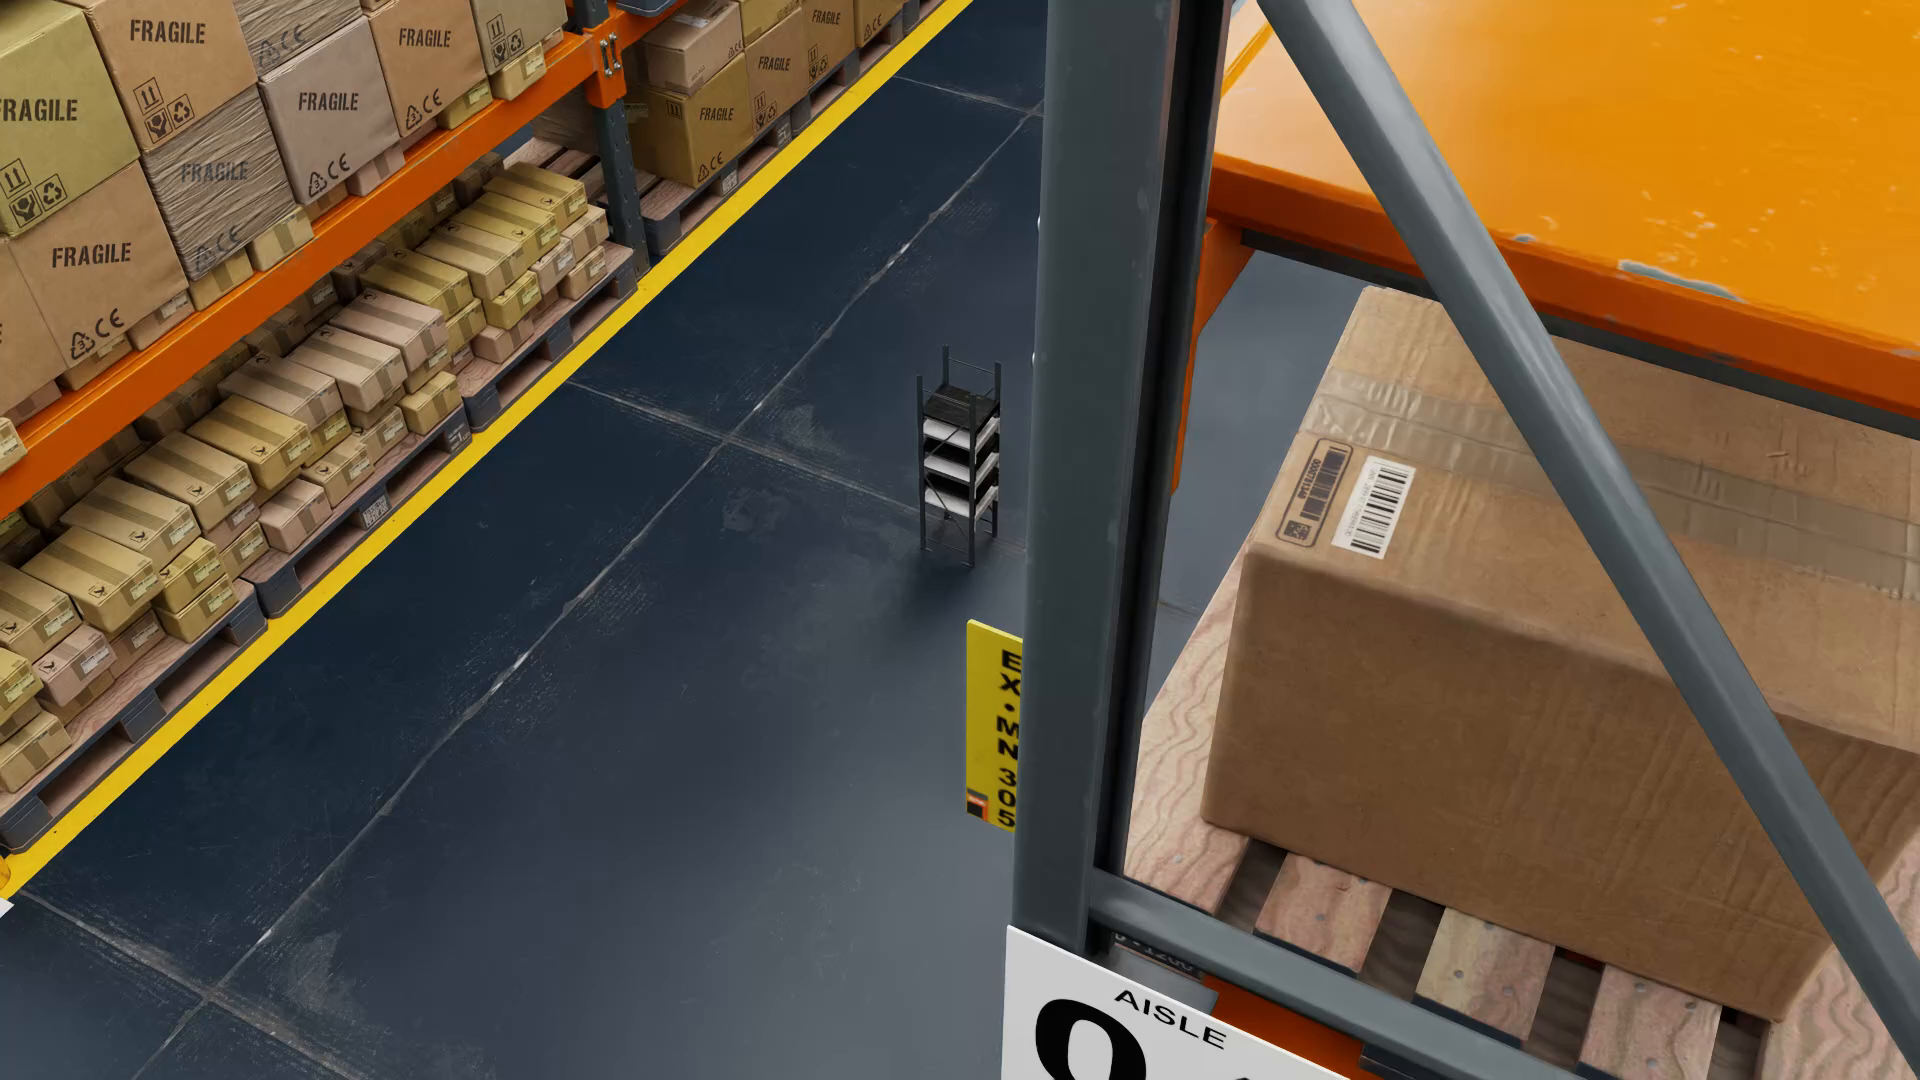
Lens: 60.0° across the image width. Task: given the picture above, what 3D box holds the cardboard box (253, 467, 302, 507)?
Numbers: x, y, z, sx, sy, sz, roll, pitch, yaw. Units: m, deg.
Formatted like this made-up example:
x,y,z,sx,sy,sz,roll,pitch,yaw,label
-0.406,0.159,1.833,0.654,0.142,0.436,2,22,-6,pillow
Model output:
x,y,z,sx,sy,sz,roll,pitch,yaw,label
-2.794,-0.307,6.444,0.380,0.149,0.250,23,50,21,cardboard box

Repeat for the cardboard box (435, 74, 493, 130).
x,y,z,sx,sy,sz,roll,pitch,yaw,label
-2.088,-1.793,6.589,0.380,0.149,0.250,22,49,21,cardboard box

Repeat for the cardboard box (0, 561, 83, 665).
x,y,z,sx,sy,sz,roll,pitch,yaw,label
-3.254,0.249,5.686,0.380,0.149,0.250,21,49,20,cardboard box

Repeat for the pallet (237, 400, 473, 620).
x,y,z,sx,sy,sz,roll,pitch,yaw,label
-2.809,-0.299,6.897,1.003,0.211,1.213,20,49,19,pallet

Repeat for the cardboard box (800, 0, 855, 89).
x,y,z,sx,sy,sz,roll,pitch,yaw,label
-0.910,-2.800,8.871,0.500,0.500,0.500,21,49,20,cardboard box

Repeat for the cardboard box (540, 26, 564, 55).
x,y,z,sx,sy,sz,roll,pitch,yaw,label
-1.888,-2.140,6.932,0.380,0.149,0.250,20,49,19,cardboard box

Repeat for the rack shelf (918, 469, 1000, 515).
x,y,z,sx,sy,sz,roll,pitch,yaw,label
-0.004,-0.225,6.513,0.258,0.077,0.200,20,49,19,rack shelf

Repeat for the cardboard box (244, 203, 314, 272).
x,y,z,sx,sy,sz,roll,pitch,yaw,label
-2.550,-1.131,5.935,0.380,0.149,0.250,21,49,20,cardboard box

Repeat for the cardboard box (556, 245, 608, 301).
x,y,z,sx,sy,sz,roll,pitch,yaw,label
-1.843,-1.271,7.606,0.380,0.149,0.250,21,49,20,cardboard box

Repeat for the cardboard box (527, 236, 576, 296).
x,y,z,sx,sy,sz,roll,pitch,yaw,label
-1.942,-1.257,7.384,0.380,0.149,0.250,18,48,17,cardboard box

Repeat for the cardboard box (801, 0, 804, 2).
x,y,z,sx,sy,sz,roll,pitch,yaw,label
-0.900,-3.052,8.592,0.500,0.250,0.500,22,49,20,cardboard box

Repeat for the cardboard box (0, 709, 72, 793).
x,y,z,sx,sy,sz,roll,pitch,yaw,label
-3.293,0.665,5.693,0.380,0.149,0.250,21,49,20,cardboard box

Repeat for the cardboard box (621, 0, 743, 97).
x,y,z,sx,sy,sz,roll,pitch,yaw,label
-1.386,-2.396,7.944,0.500,0.250,0.500,18,48,17,cardboard box

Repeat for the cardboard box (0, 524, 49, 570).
x,y,z,sx,sy,sz,roll,pitch,yaw,label
-3.588,0.030,6.111,0.380,0.149,0.250,19,48,17,cardboard box

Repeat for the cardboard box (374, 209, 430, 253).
x,y,z,sx,sy,sz,roll,pitch,yaw,label
-2.561,-1.362,7.278,0.380,0.149,0.250,20,49,19,cardboard box

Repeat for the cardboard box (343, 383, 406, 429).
x,y,z,sx,sy,sz,roll,pitch,yaw,label
-2.498,-0.628,6.762,0.380,0.149,0.250,18,48,17,cardboard box

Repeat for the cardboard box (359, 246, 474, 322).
x,y,z,sx,sy,sz,roll,pitch,yaw,label
-2.280,-1.059,6.978,0.380,0.149,0.250,22,49,20,cardboard box

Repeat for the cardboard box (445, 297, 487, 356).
x,y,z,sx,sy,sz,roll,pitch,yaw,label
-2.254,-0.957,7.087,0.380,0.149,0.250,21,49,19,cardboard box

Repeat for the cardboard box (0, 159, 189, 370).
x,y,z,sx,sy,sz,roll,pitch,yaw,label
-2.902,-0.947,5.297,0.500,0.500,0.500,21,49,20,cardboard box

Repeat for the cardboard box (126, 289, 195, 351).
x,y,z,sx,sy,sz,roll,pitch,yaw,label
-2.839,-0.816,5.624,0.380,0.149,0.250,20,49,18,cardboard box

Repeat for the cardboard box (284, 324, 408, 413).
x,y,z,sx,sy,sz,roll,pitch,yaw,label
-2.438,-0.684,6.608,0.380,0.149,0.250,19,48,18,cardboard box

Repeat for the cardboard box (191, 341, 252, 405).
x,y,z,sx,sy,sz,roll,pitch,yaw,label
-3.055,-0.715,6.639,0.380,0.149,0.250,21,49,19,cardboard box

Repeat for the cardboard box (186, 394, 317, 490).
x,y,z,sx,sy,sz,roll,pitch,yaw,label
-2.682,-0.373,6.301,0.380,0.149,0.250,21,49,20,cardboard box

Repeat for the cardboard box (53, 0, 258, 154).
x,y,z,sx,sy,sz,roll,pitch,yaw,label
-2.653,-1.614,5.254,0.500,0.500,0.500,19,48,18,cardboard box

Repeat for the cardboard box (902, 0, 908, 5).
x,y,z,sx,sy,sz,roll,pitch,yaw,label
-0.425,-3.447,9.510,0.500,0.500,0.500,22,49,21,cardboard box

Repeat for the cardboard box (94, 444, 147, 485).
x,y,z,sx,sy,sz,roll,pitch,yaw,label
-3.359,-0.300,6.438,0.380,0.149,0.250,21,49,20,cardboard box

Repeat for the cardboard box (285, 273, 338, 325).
x,y,z,sx,sy,sz,roll,pitch,yaw,label
-2.852,-1.056,6.976,0.380,0.149,0.250,21,49,20,cardboard box

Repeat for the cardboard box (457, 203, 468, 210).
x,y,z,sx,sy,sz,roll,pitch,yaw,label
-2.415,-1.612,7.735,0.380,0.149,0.250,23,50,21,cardboard box

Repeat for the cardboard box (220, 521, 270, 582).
x,y,z,sx,sy,sz,roll,pitch,yaw,label
-2.885,-0.003,6.353,0.380,0.149,0.250,21,49,19,cardboard box

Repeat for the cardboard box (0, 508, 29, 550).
x,y,z,sx,sy,sz,roll,pitch,yaw,label
-3.623,-0.081,6.012,0.380,0.149,0.250,19,48,18,cardboard box

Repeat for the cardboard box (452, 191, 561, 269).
x,y,z,sx,sy,sz,roll,pitch,yaw,label
-1.981,-1.356,7.272,0.380,0.149,0.250,21,49,20,cardboard box

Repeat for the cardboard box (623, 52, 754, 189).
x,y,z,sx,sy,sz,roll,pitch,yaw,label
-1.385,-2.132,8.210,0.500,0.500,0.500,22,49,21,cardboard box

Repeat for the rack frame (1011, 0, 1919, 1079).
x,y,z,sx,sy,sz,roll,pitch,yaw,label
0.526,-0.373,0.791,1.000,3.000,0.127,20,49,19,rack frame

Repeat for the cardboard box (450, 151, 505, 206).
x,y,z,sx,sy,sz,roll,pitch,yaw,label
-2.307,-1.691,7.603,0.380,0.149,0.250,22,49,21,cardboard box

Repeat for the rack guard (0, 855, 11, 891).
x,y,z,sx,sy,sz,roll,pitch,yaw,label
-3.785,0.866,5.543,1.175,0.500,0.348,20,49,19,rack guard

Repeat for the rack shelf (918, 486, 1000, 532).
x,y,z,sx,sy,sz,roll,pitch,yaw,label
-0.004,-0.161,6.577,0.258,0.077,0.200,20,49,19,rack shelf

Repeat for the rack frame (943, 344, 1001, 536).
x,y,z,sx,sy,sz,roll,pitch,yaw,label
0.043,-0.375,6.488,0.240,0.900,0.006,20,49,19,rack frame

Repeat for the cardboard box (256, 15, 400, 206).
x,y,z,sx,sy,sz,roll,pitch,yaw,label
-2.412,-1.587,5.930,0.500,0.500,0.500,20,49,19,cardboard box

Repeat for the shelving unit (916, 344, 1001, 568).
x,y,z,sx,sy,sz,roll,pitch,yaw,label
-0.004,-0.311,6.425,0.258,0.900,0.210,20,49,19,shelving unit

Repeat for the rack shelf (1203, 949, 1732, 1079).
x,y,z,sx,sy,sz,roll,pitch,yaw,label
1.455,-0.325,3.359,1.077,0.370,4.000,20,49,19,rack shelf

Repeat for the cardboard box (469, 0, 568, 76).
x,y,z,sx,sy,sz,roll,pitch,yaw,label
-1.937,-2.227,6.562,0.500,0.500,0.500,21,49,19,cardboard box

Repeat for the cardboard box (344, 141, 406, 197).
x,y,z,sx,sy,sz,roll,pitch,yaw,label
-2.330,-1.457,6.258,0.380,0.149,0.250,18,48,17,cardboard box

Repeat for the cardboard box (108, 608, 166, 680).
x,y,z,sx,sy,sz,roll,pitch,yaw,label
-3.135,0.314,6.040,0.380,0.149,0.250,21,49,19,cardboard box

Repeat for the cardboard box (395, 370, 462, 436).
x,y,z,sx,sy,sz,roll,pitch,yaw,label
-2.324,-0.619,6.962,0.380,0.149,0.250,20,49,19,cardboard box

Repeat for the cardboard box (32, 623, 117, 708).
x,y,z,sx,sy,sz,roll,pitch,yaw,label
-3.172,0.386,5.760,0.380,0.149,0.250,20,49,19,cardboard box

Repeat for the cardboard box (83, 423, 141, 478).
x,y,z,sx,sy,sz,roll,pitch,yaw,label
-3.372,-0.411,6.338,0.380,0.149,0.250,22,49,20,cardboard box

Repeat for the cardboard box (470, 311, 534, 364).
x,y,z,sx,sy,sz,roll,pitch,yaw,label
-2.104,-0.947,7.286,0.380,0.149,0.250,19,48,18,cardboard box

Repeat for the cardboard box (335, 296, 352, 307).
x,y,z,sx,sy,sz,roll,pitch,yaw,label
-2.662,-1.089,7.217,0.380,0.149,0.250,18,48,17,cardboard box

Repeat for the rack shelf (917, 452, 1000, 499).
x,y,z,sx,sy,sz,roll,pitch,yaw,label
-0.004,-0.288,6.449,0.258,0.077,0.200,20,49,19,rack shelf

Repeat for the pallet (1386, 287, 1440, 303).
x,y,z,sx,sy,sz,roll,pitch,yaw,label
1.427,-0.529,3.118,1.003,0.211,1.213,20,49,19,pallet

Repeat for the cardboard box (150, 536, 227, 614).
x,y,z,sx,sy,sz,roll,pitch,yaw,label
-2.922,0.076,6.066,0.380,0.149,0.250,22,49,20,cardboard box

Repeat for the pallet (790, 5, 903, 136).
x,y,z,sx,sy,sz,roll,pitch,yaw,label
-1.038,-2.767,9.337,1.003,0.211,1.213,20,49,19,pallet

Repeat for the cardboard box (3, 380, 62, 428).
x,y,z,sx,sy,sz,roll,pitch,yaw,label
-3.127,-0.507,5.319,0.380,0.149,0.250,23,50,21,cardboard box

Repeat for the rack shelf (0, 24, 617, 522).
x,y,z,sx,sy,sz,roll,pitch,yaw,label
-2.892,-0.972,6.108,1.077,0.370,4.000,20,49,19,rack shelf

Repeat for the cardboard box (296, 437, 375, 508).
x,y,z,sx,sy,sz,roll,pitch,yaw,label
-2.587,-0.314,6.661,0.380,0.149,0.250,20,49,19,cardboard box

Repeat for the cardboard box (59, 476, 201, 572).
x,y,z,sx,sy,sz,roll,pitch,yaw,label
-2.982,-0.051,5.982,0.380,0.149,0.250,18,48,17,cardboard box

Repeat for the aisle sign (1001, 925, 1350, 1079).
x,y,z,sx,sy,sz,roll,pitch,yaw,label
0.227,0.769,2.054,0.394,0.787,0.004,20,49,19,aisle sign

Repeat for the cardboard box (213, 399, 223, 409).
x,y,z,sx,sy,sz,roll,pitch,yaw,label
-3.120,-0.638,6.772,0.380,0.149,0.250,21,49,19,cardboard box

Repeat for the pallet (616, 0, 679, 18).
x,y,z,sx,sy,sz,roll,pitch,yaw,label
-1.479,-2.851,7.594,1.003,0.211,1.213,20,49,19,pallet

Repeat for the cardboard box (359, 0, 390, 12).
x,y,z,sx,sy,sz,roll,pitch,yaw,label
-2.177,-2.263,5.896,0.500,0.500,0.500,19,48,18,cardboard box
